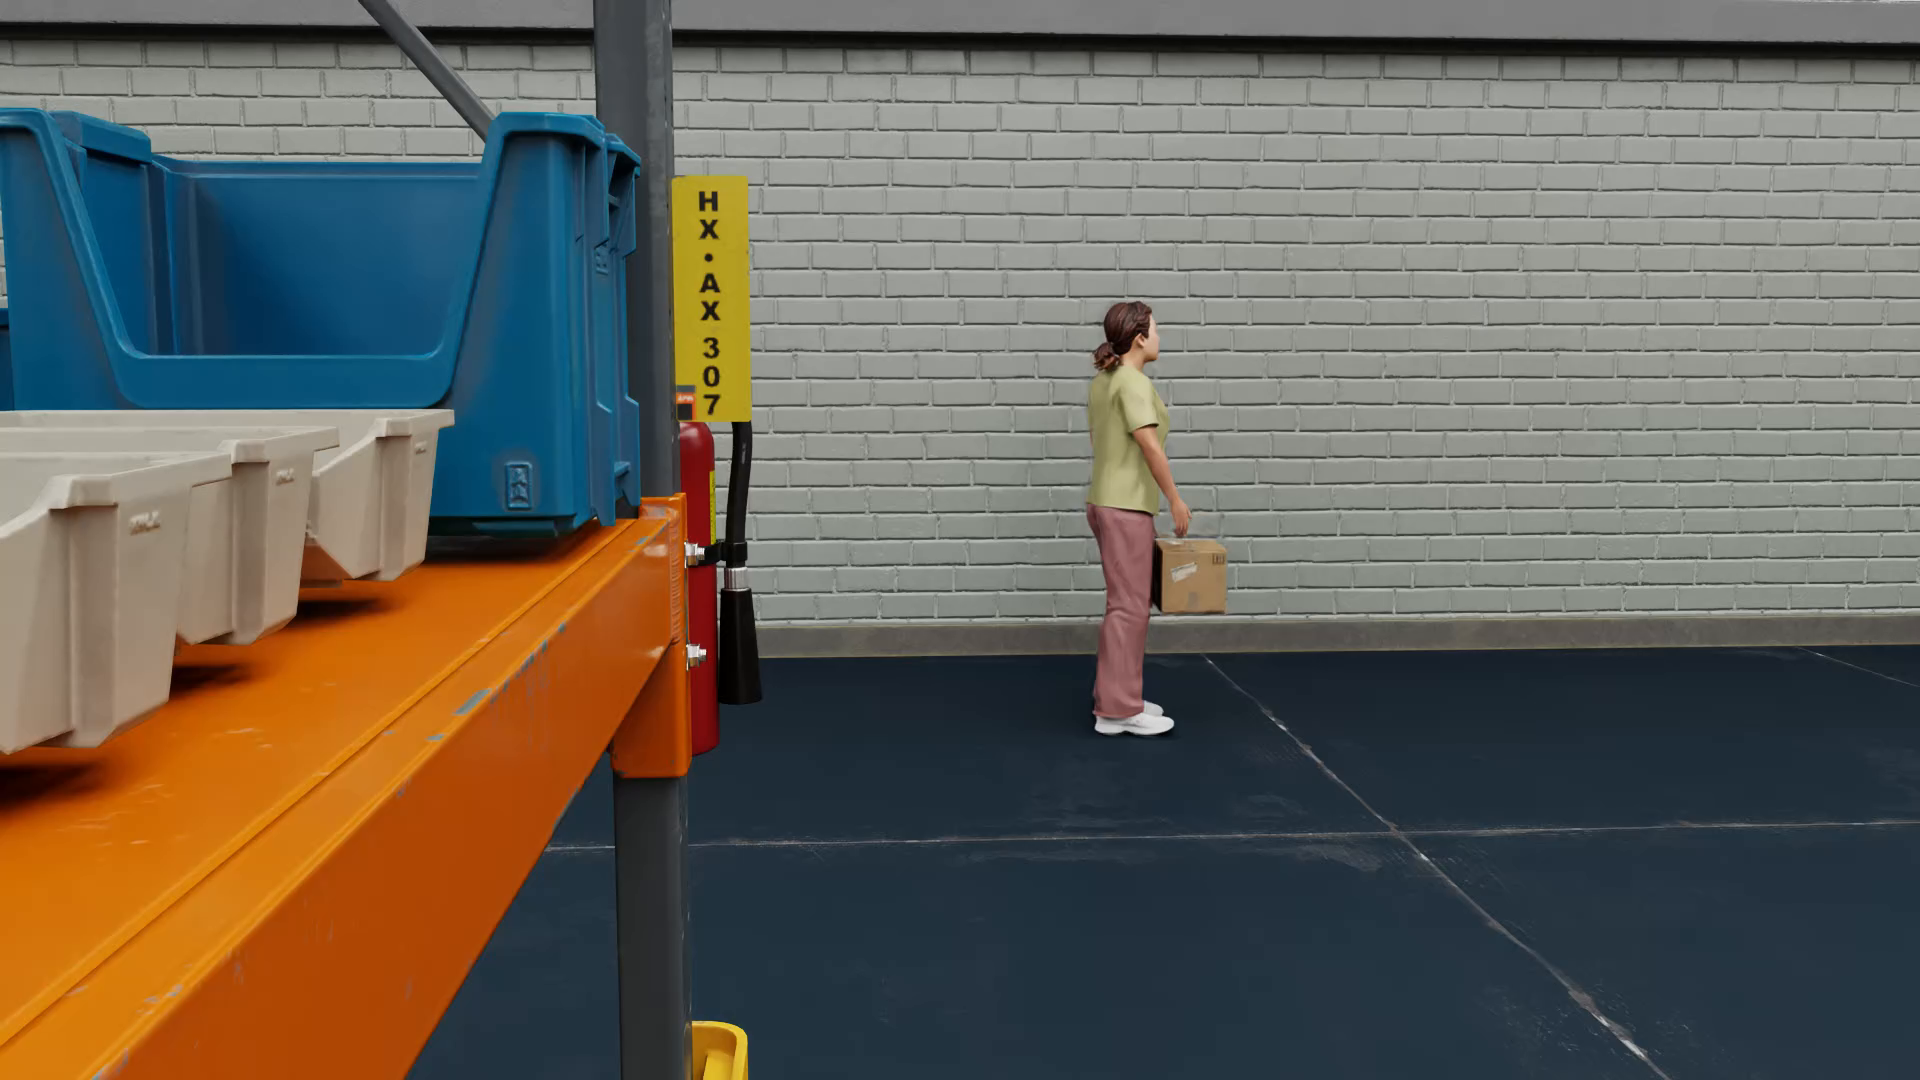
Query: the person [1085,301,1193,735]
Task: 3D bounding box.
[{"bbox_3d":[0.678,-0.091,6.531,0.375,1.678,0.524,-2,7,-14],"label":"person"}]
